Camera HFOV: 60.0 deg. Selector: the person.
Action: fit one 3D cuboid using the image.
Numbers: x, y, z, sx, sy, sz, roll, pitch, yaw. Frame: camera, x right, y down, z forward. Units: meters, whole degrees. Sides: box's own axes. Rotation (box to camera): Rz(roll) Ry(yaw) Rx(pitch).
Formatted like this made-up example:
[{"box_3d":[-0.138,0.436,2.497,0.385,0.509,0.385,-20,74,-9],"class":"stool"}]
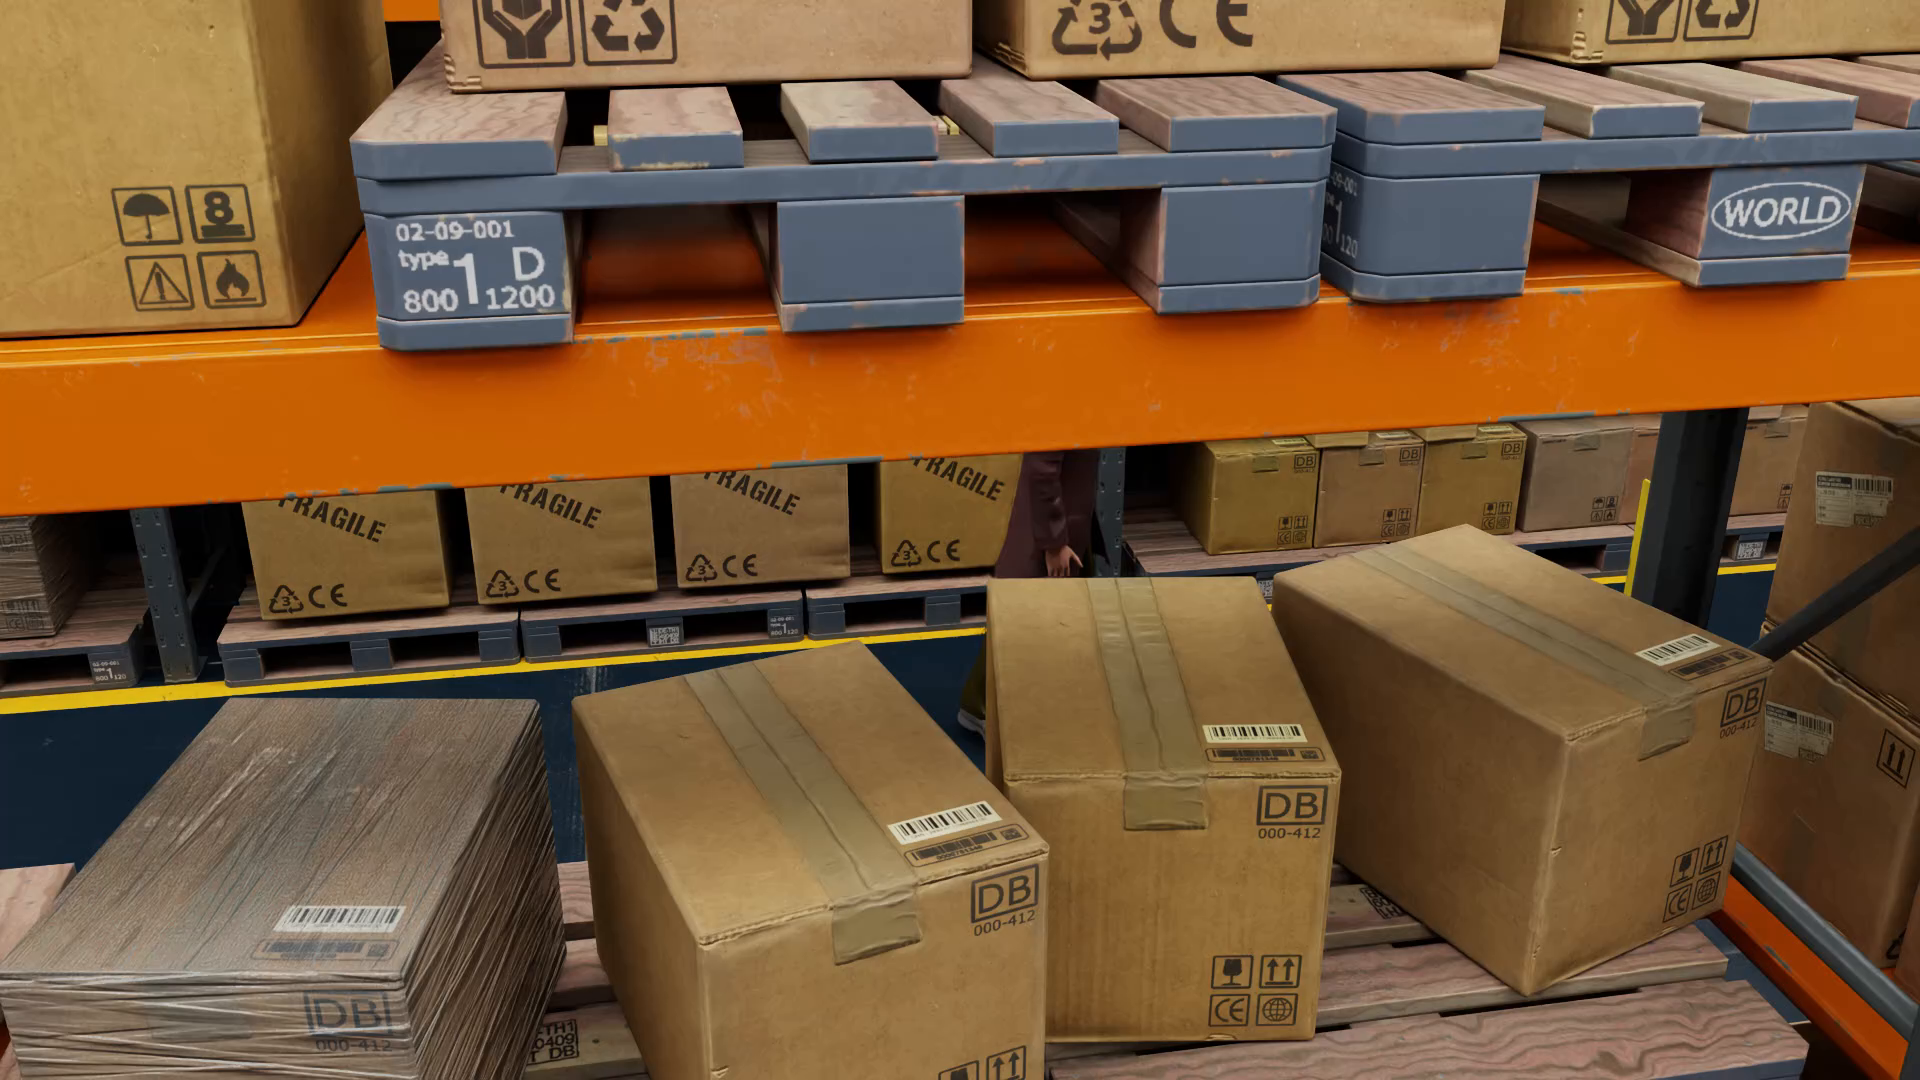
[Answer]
[{"box_3d":[0.334,-0.058,6.243,0.678,1.777,0.608,4,23,9],"class":"person"}]
